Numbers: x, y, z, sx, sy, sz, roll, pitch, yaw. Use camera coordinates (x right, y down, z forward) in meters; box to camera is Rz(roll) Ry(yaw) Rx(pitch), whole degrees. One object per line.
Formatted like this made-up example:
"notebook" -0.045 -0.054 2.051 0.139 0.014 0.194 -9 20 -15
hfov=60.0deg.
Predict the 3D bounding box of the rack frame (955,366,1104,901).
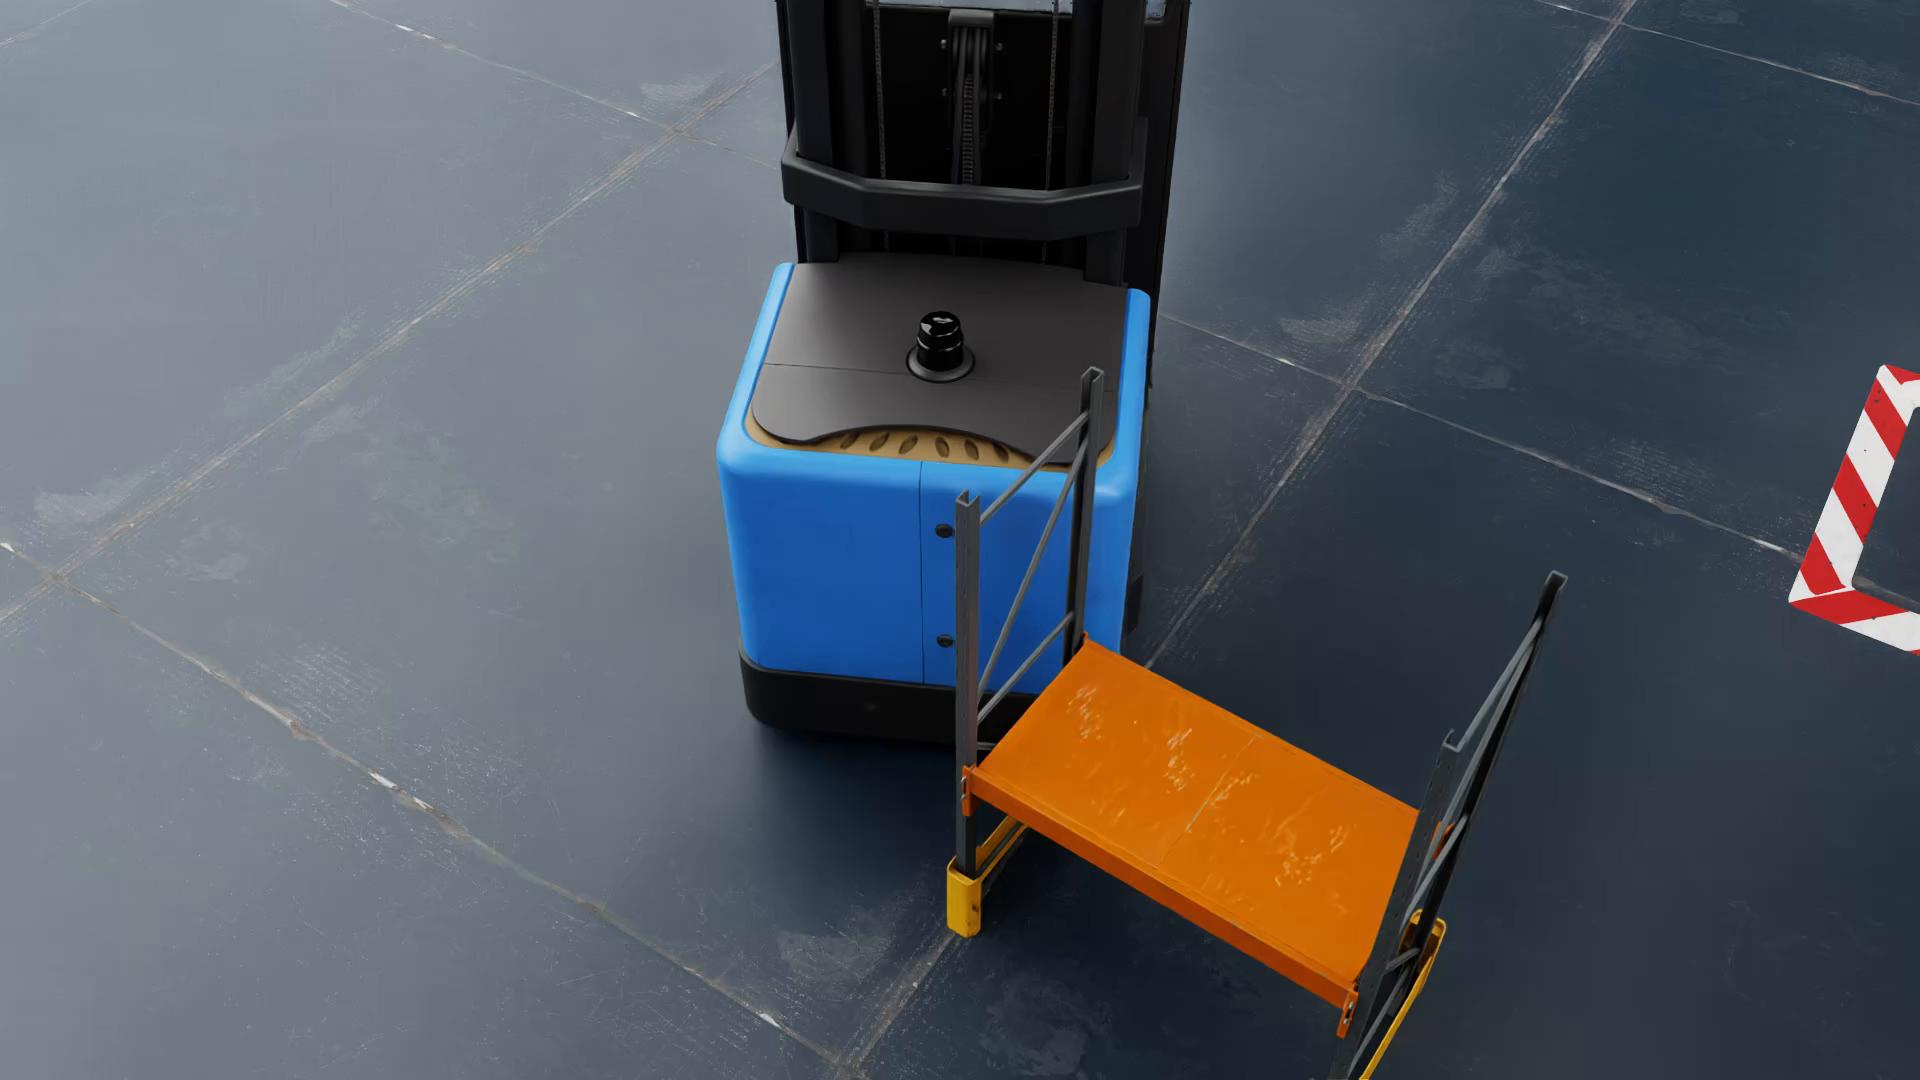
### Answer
"rack frame" 0.147 0.307 3.906 0.032 1.500 0.500 27 52 24

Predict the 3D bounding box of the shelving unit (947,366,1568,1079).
"shelving unit" 0.568 0.522 3.697 1.083 1.500 0.587 27 52 24

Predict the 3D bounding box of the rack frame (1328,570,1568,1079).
"rack frame" 0.975 0.730 3.495 0.032 1.500 0.500 27 52 24

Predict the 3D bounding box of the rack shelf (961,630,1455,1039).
"rack shelf" 0.561 0.644 3.829 1.000 0.185 0.538 27 52 24

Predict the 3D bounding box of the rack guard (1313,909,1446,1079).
"rack guard" 0.974 1.165 3.943 0.087 0.250 0.587 27 52 24

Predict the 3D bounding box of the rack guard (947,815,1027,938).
"rack guard" 0.163 0.750 4.347 0.087 0.250 0.587 27 52 24

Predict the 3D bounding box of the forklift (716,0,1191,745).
"forklift" 0.089 -1.490 4.654 1.130 2.935 3.031 5 46 5
